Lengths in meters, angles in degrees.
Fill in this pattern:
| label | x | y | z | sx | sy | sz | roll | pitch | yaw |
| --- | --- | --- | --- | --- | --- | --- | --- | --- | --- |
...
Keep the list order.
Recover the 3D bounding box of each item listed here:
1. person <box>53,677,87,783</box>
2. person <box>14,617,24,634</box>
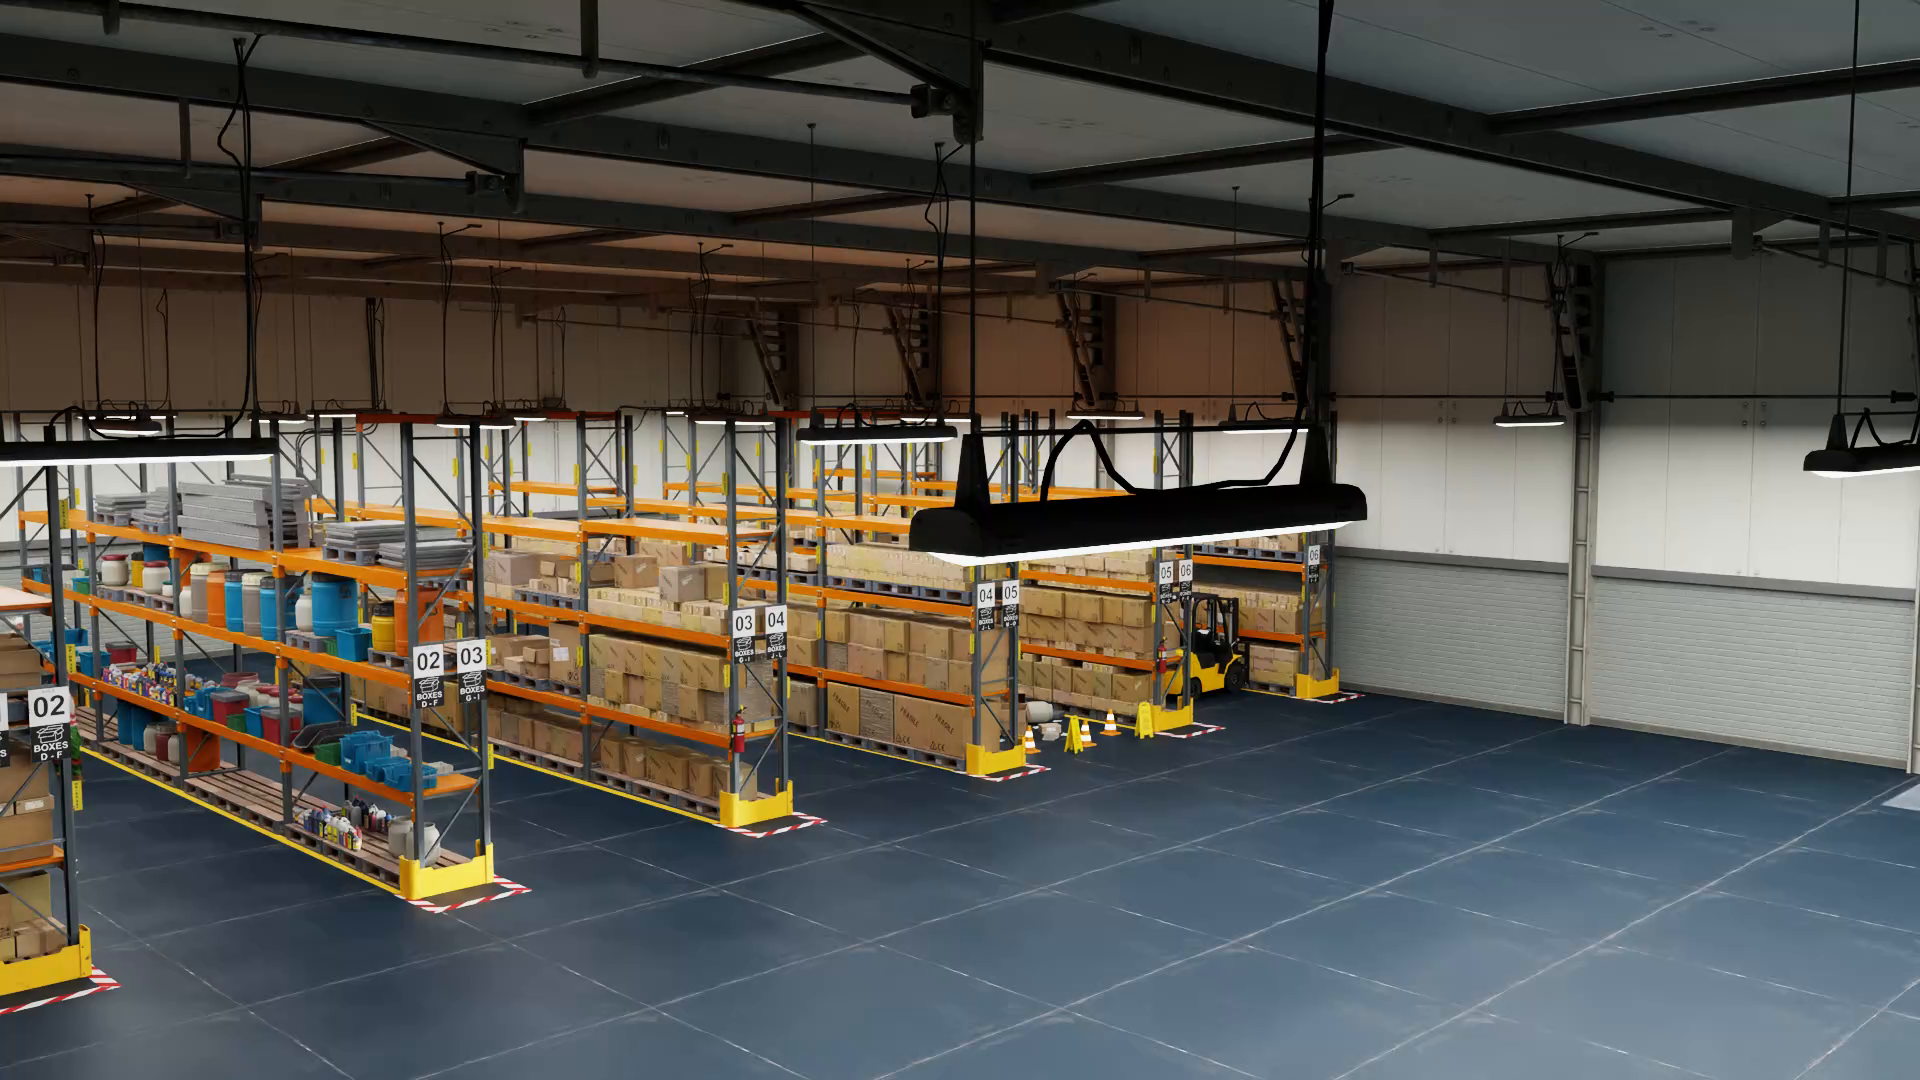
| label | x | y | z | sx | sy | sz | roll | pitch | yaw |
| --- | --- | --- | --- | --- | --- | --- | --- | --- | --- |
| person | -14.679 | 3.073 | 27.223 | 0.474 | 1.753 | 0.947 | -4 | 7 | -42 |
| person | -19.388 | 2.466 | 34.235 | 0.732 | 1.761 | 0.570 | -5 | 7 | -42 |
